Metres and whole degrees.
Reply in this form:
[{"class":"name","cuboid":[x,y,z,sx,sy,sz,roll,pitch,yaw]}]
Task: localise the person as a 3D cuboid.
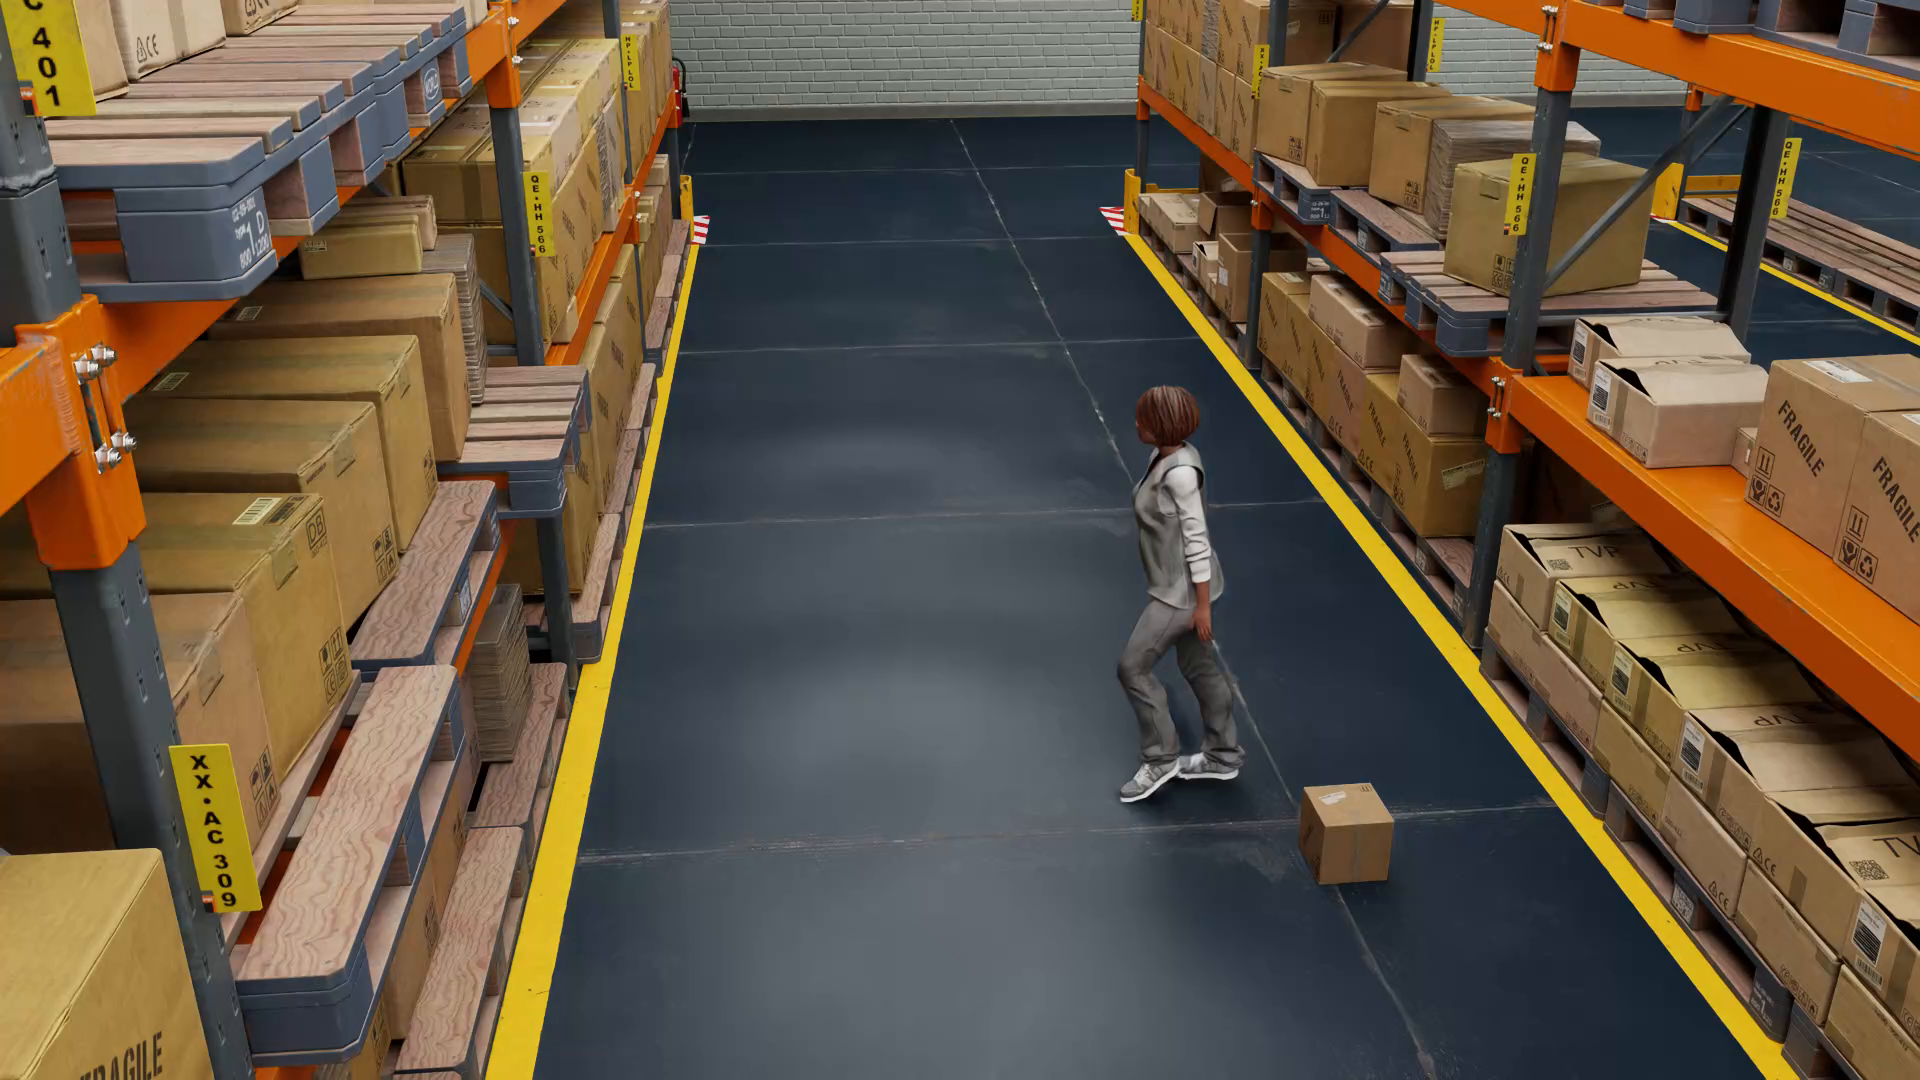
[{"class":"person","cuboid":[0.850,0.204,6.161,0.502,1.596,0.442,4,24,8]}]
